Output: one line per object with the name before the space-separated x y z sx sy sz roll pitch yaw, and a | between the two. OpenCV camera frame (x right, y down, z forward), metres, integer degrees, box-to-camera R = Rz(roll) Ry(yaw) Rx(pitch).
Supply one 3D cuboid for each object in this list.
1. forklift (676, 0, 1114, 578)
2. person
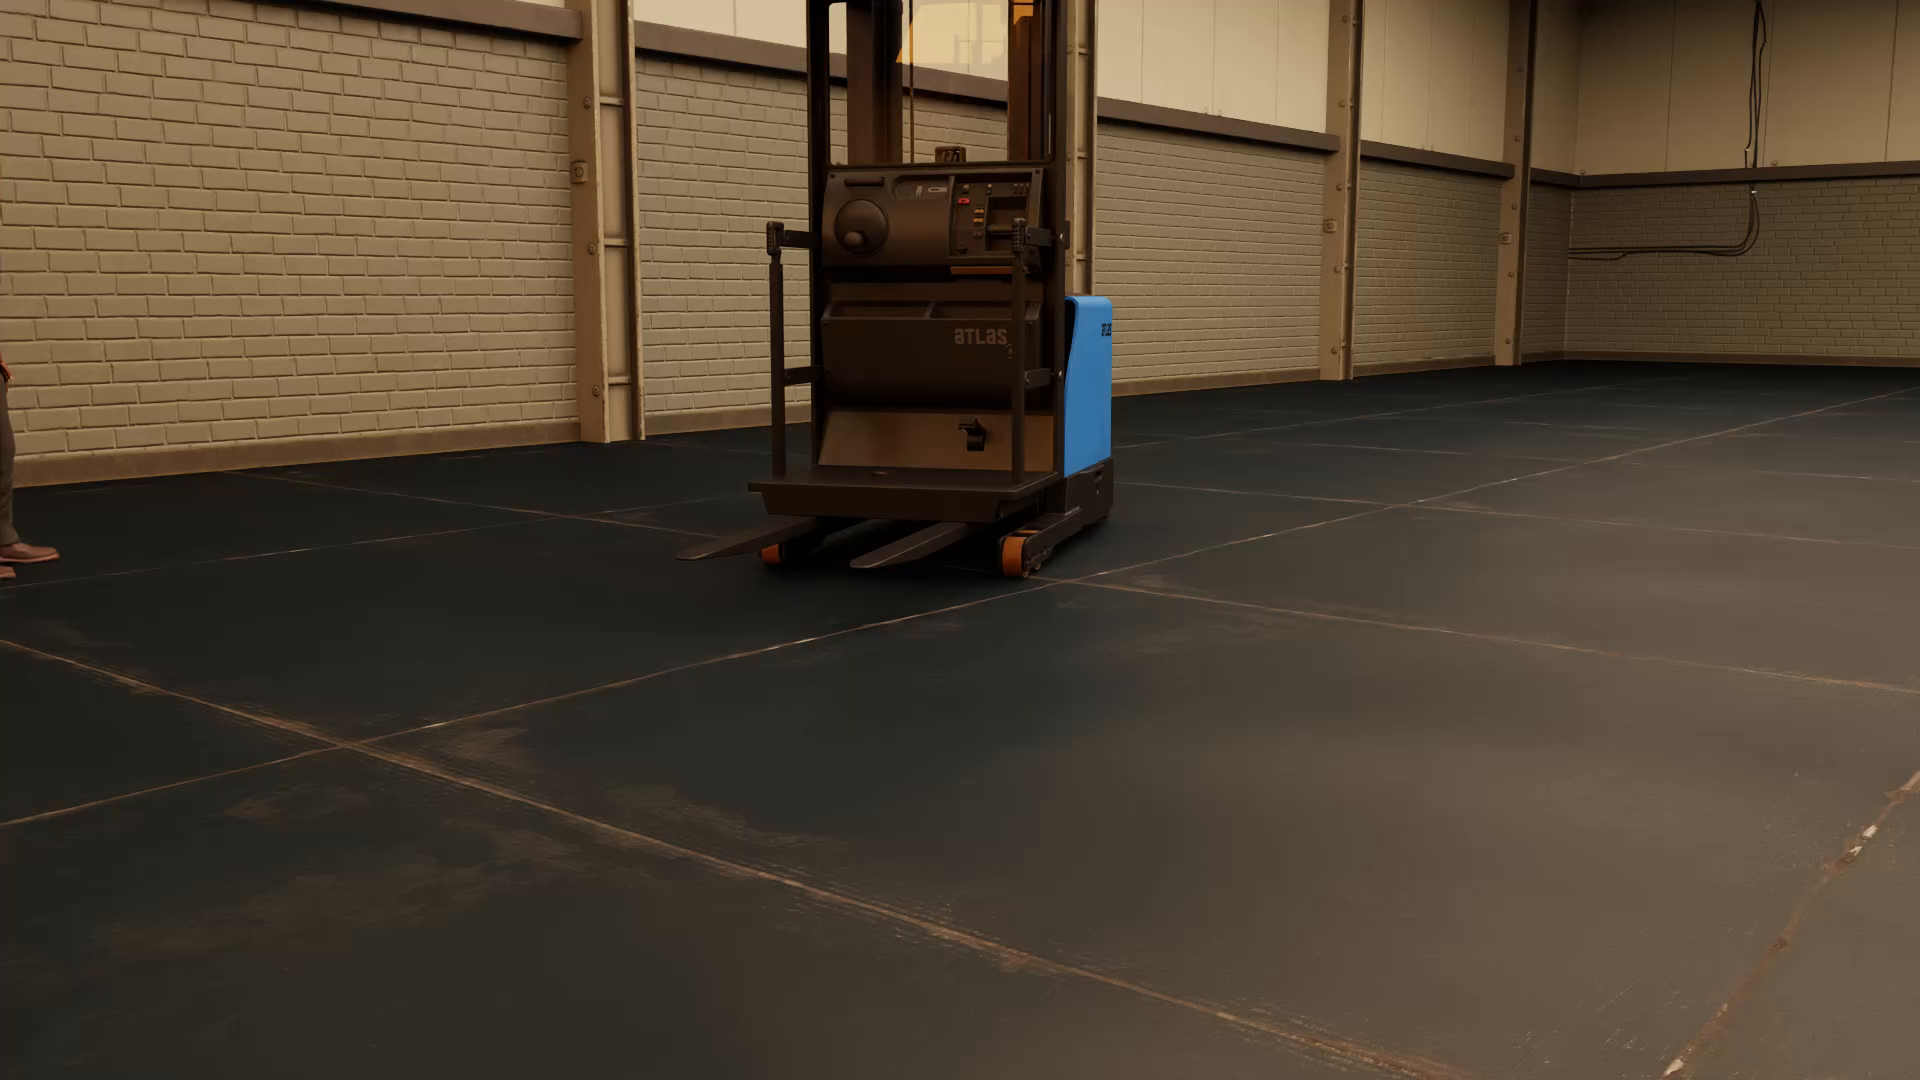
forklift | -0.176 -1.366 6.616 1.130 2.935 3.031 3 9 17
person | -3.815 -0.684 6.405 0.373 1.649 0.626 -2 9 -13
